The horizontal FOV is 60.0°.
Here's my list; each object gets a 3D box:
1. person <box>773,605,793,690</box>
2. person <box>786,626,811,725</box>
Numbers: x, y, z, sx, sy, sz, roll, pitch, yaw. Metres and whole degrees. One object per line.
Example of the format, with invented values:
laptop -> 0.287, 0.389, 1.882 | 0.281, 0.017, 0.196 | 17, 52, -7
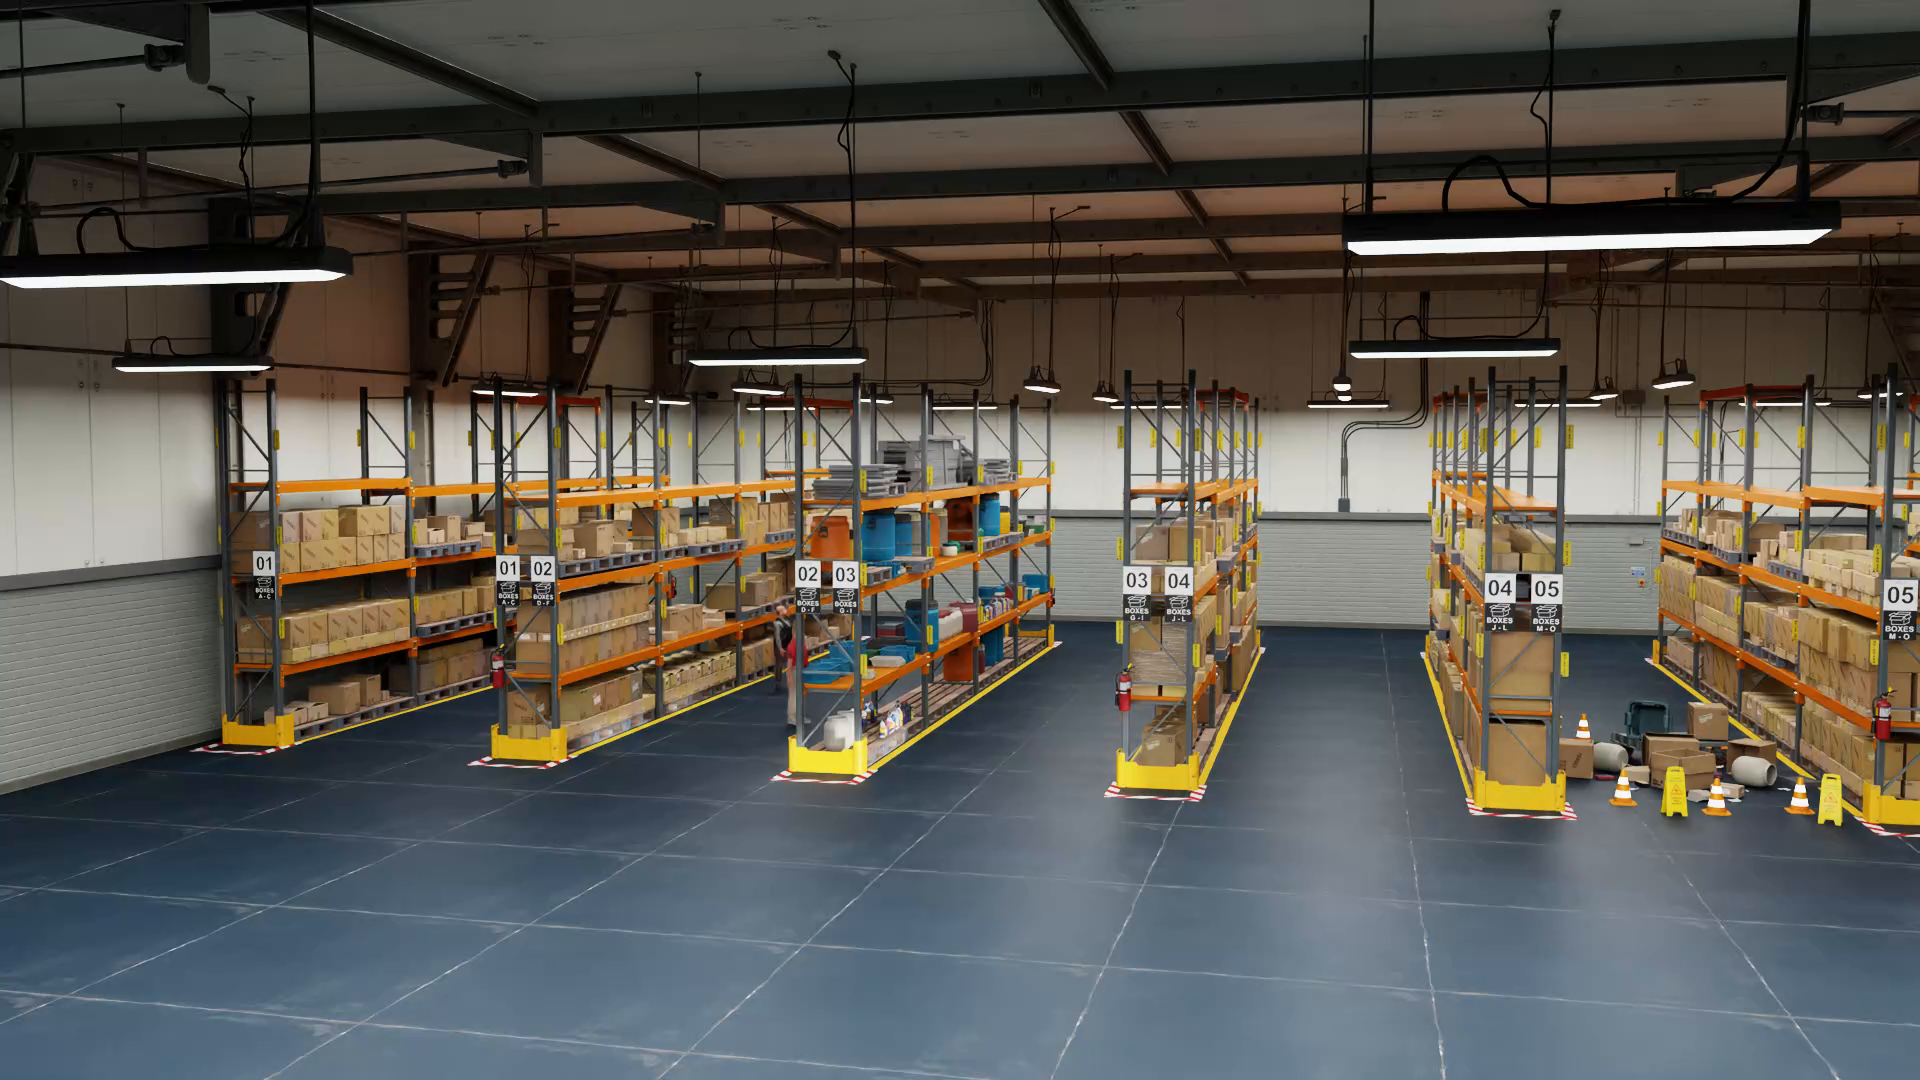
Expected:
person -> -3.462, 2.150, 33.085 | 0.599, 1.711, 0.605 | 3, 4, 39
person -> -2.847, 2.382, 29.278 | 0.367, 1.737, 0.637 | 1, 4, 18
